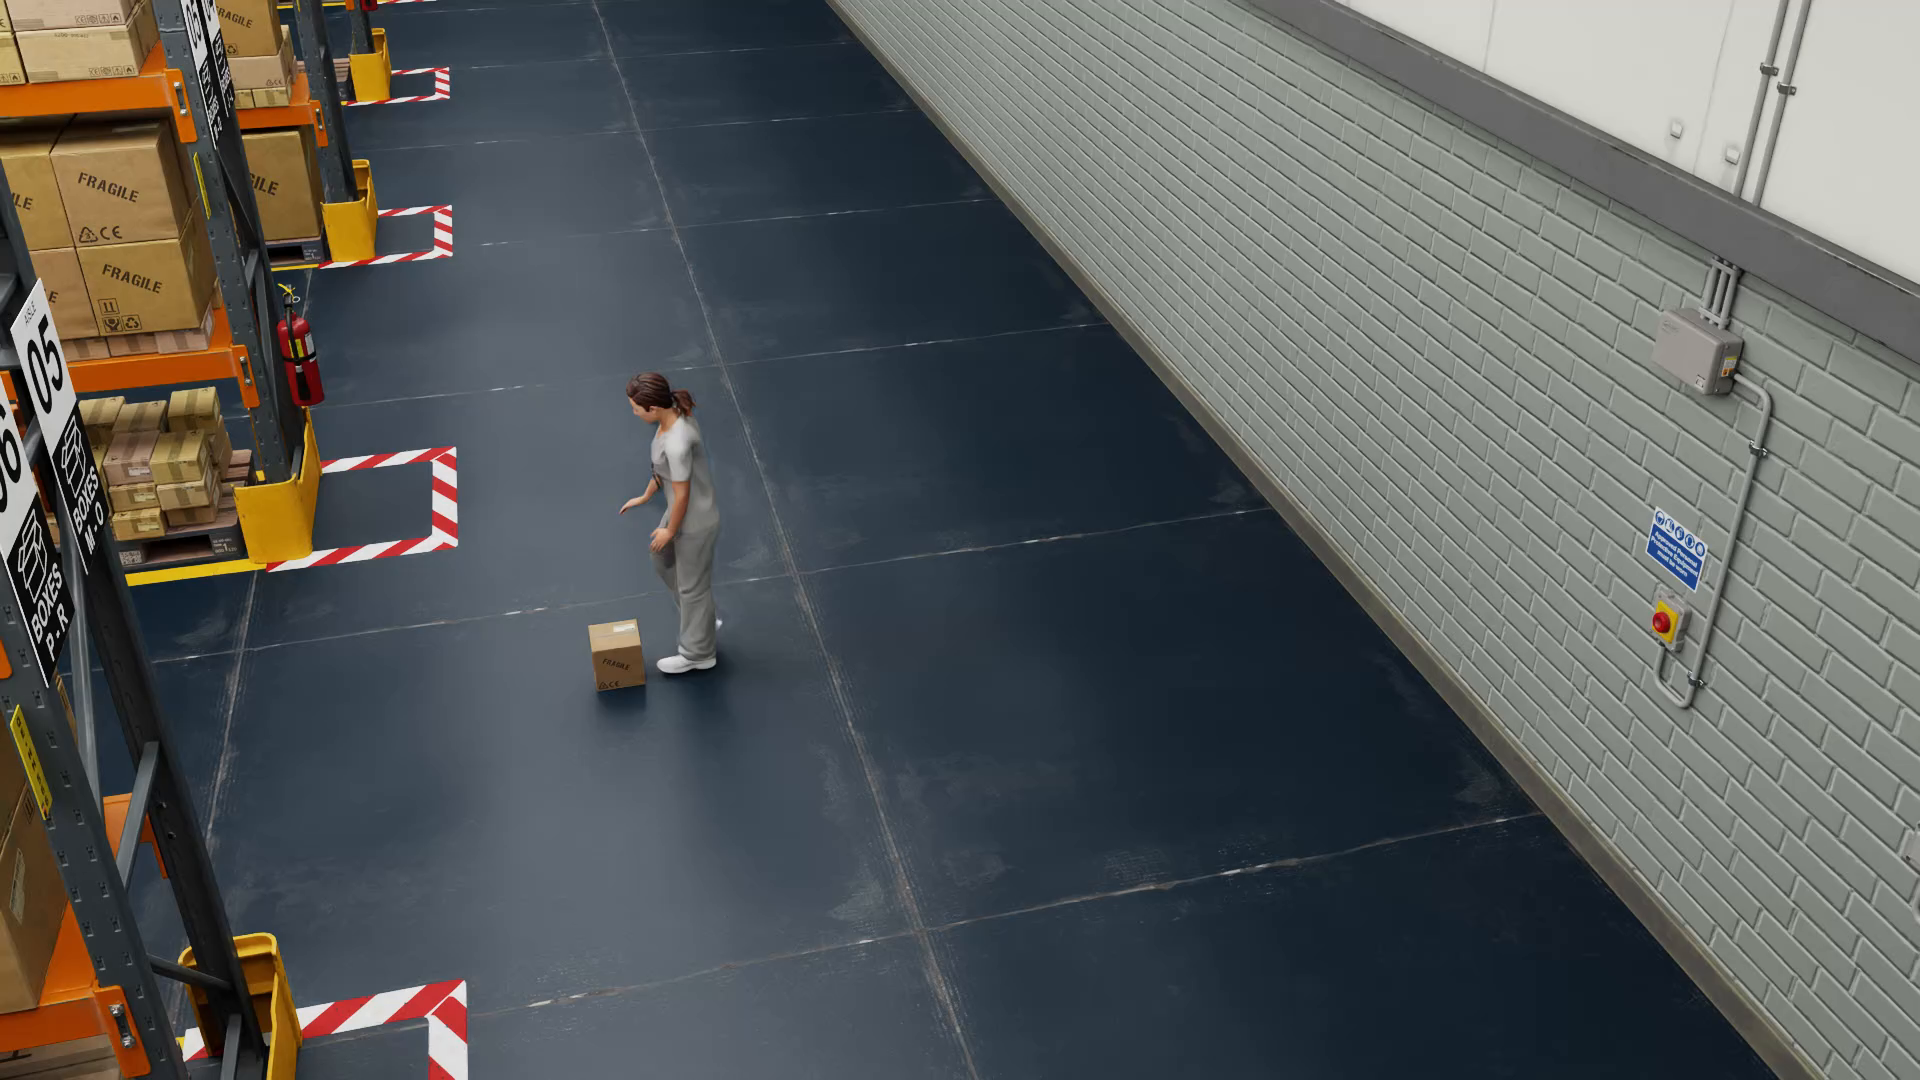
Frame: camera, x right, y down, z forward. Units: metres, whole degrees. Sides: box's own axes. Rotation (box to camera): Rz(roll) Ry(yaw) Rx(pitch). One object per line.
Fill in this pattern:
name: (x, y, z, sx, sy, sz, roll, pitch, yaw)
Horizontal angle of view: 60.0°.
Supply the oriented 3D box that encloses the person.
person: (-1.458, -0.077, 8.375, 0.497, 1.699, 0.473, -6, 31, -10)
